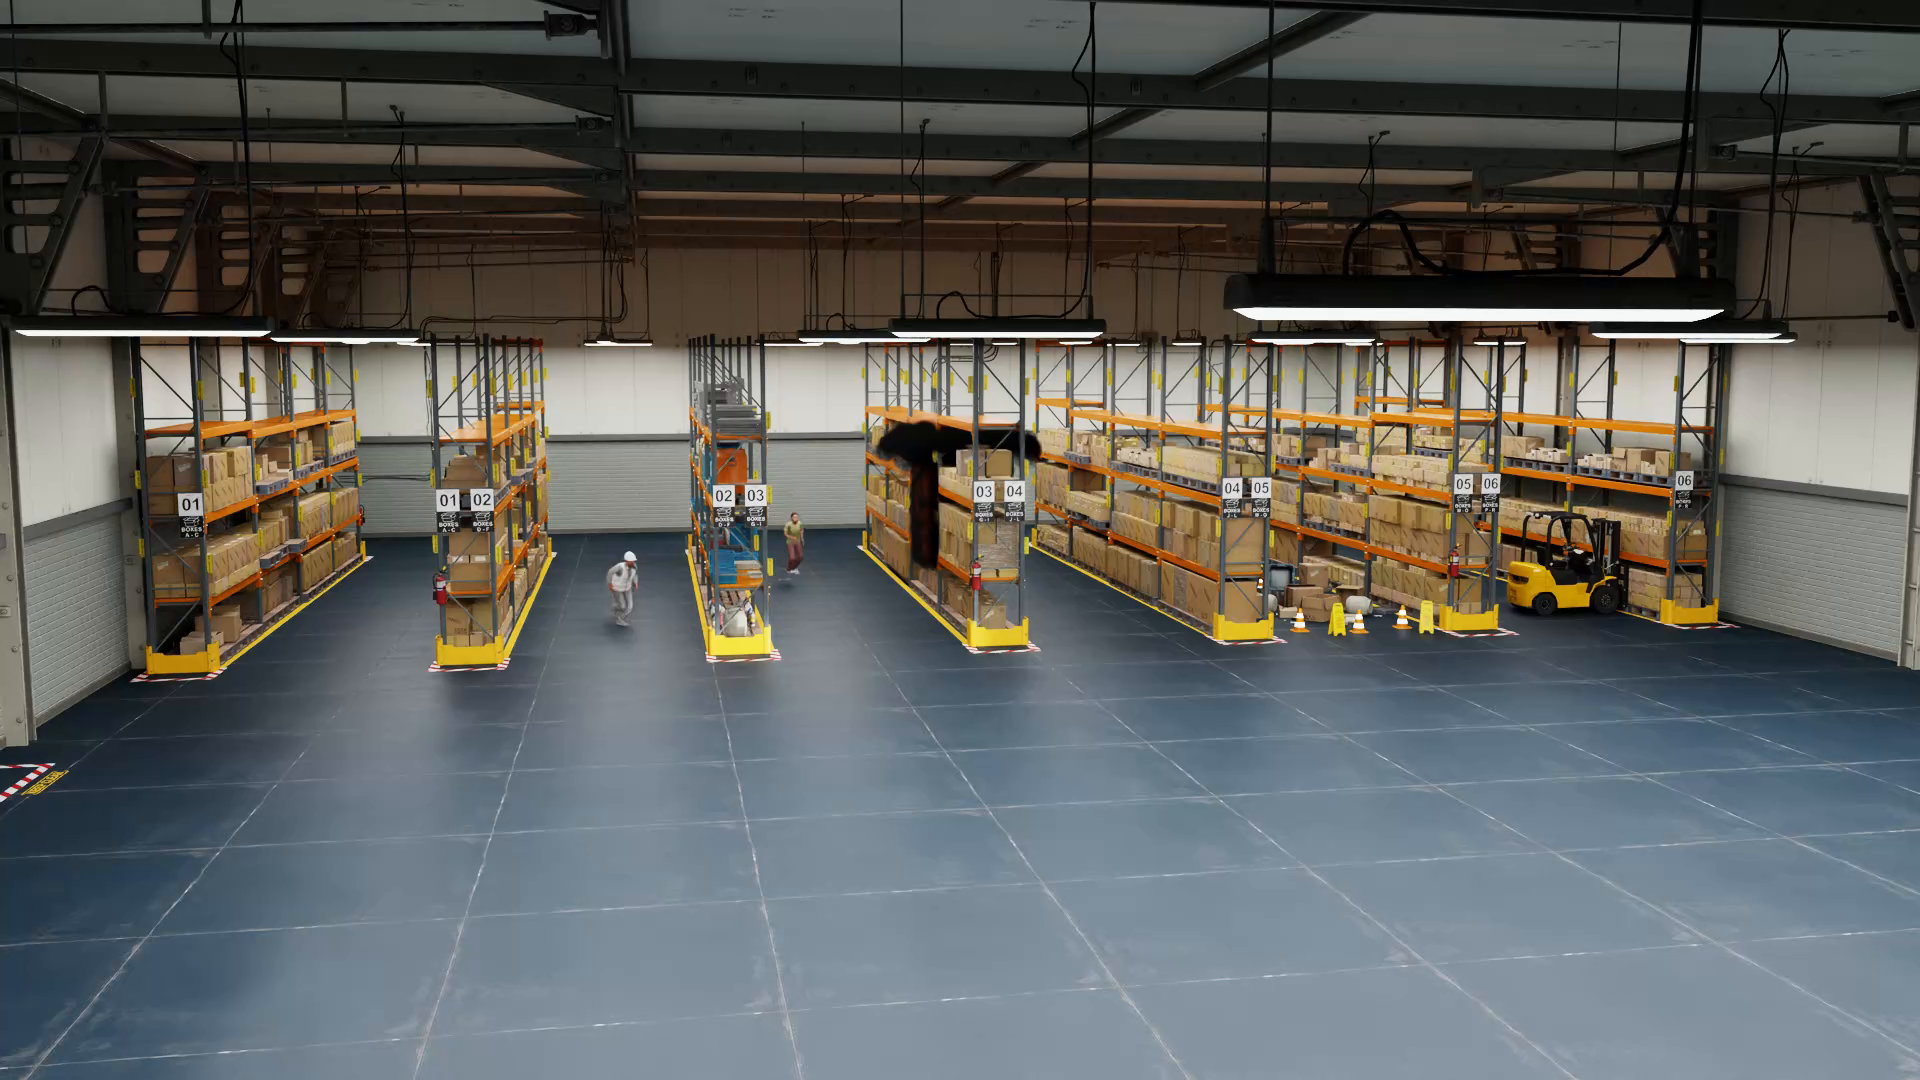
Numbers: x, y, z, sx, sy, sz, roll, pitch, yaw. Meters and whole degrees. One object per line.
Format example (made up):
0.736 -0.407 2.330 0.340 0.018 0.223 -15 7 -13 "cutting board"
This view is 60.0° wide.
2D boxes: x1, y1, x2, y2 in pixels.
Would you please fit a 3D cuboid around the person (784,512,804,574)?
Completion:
-4.022 0.086 40.250 0.567 1.562 0.688 -4 7 -29 "person"

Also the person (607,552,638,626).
-6.981 1.014 34.361 0.678 1.582 0.897 -6 9 -42 "person"
